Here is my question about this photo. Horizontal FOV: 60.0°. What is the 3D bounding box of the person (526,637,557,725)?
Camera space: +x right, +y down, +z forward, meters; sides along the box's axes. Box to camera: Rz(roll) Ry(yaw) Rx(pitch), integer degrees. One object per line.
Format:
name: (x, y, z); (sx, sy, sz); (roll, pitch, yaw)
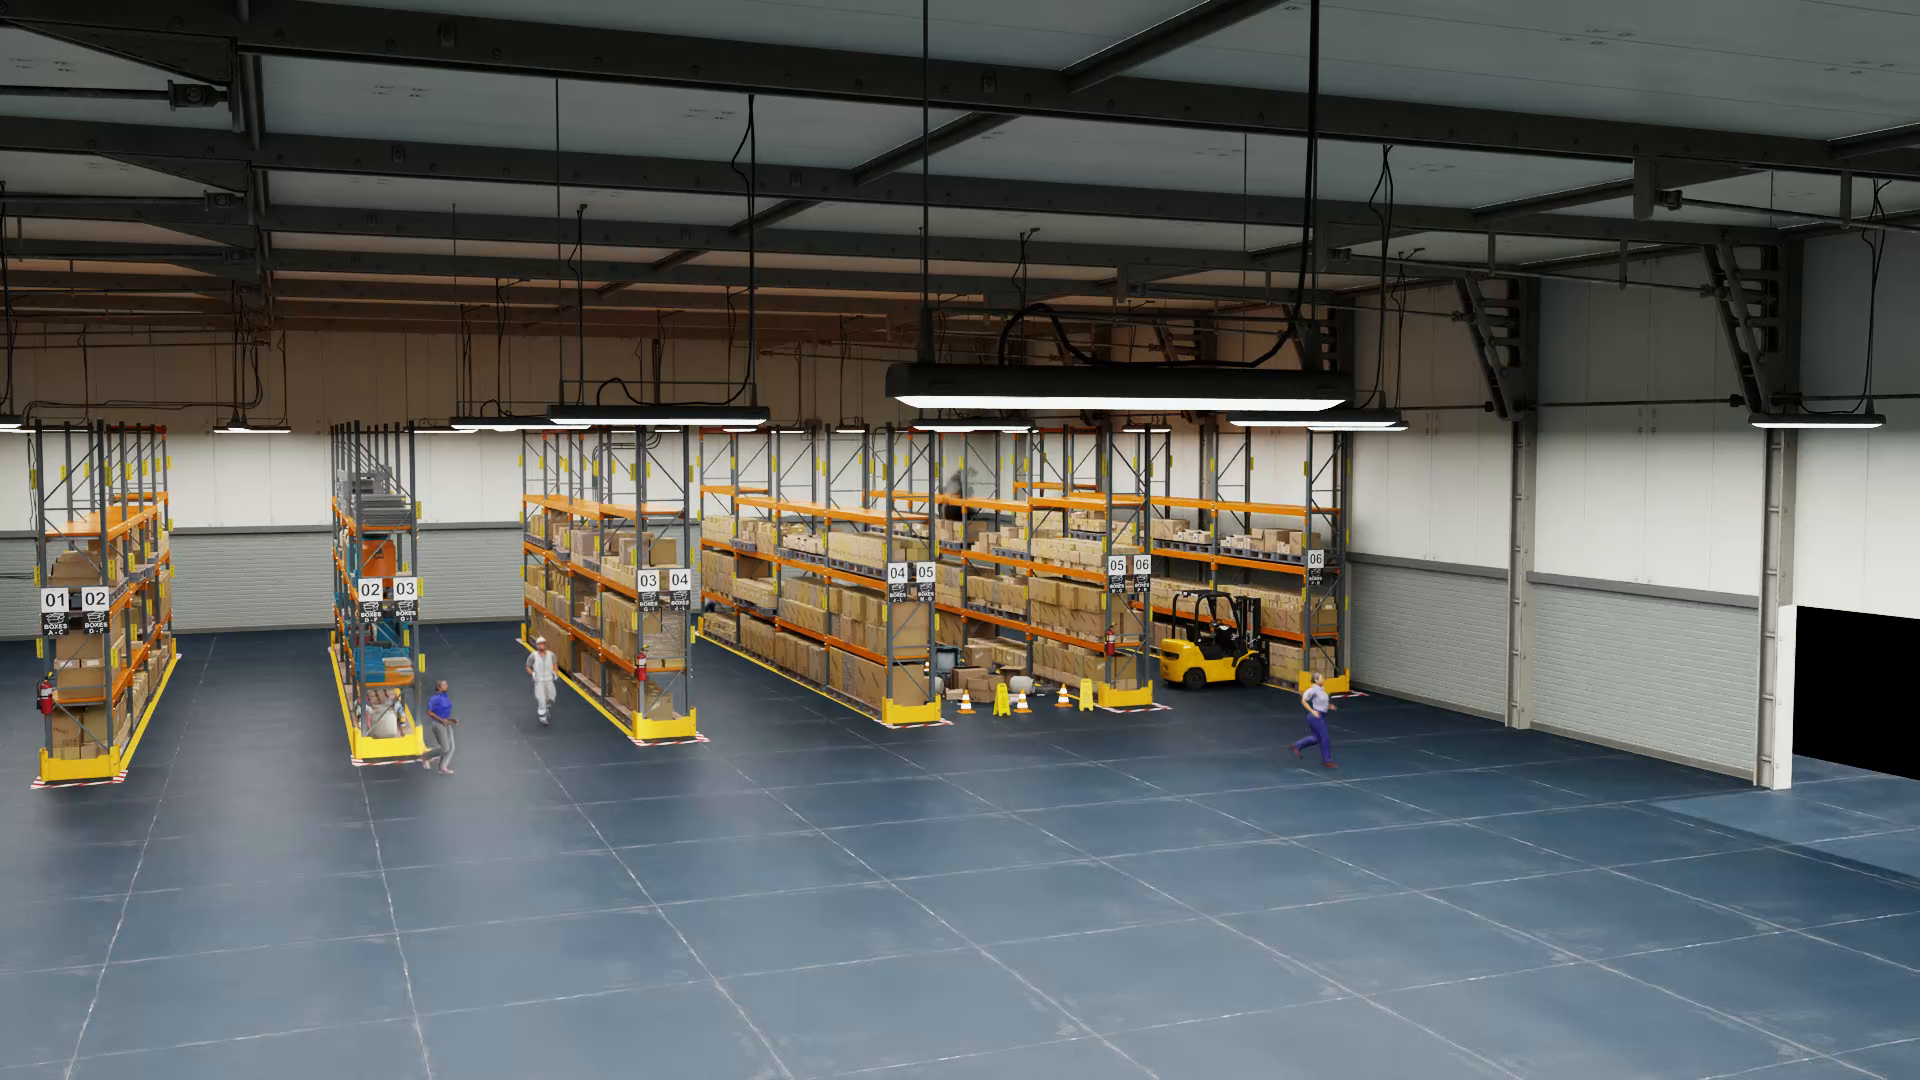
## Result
person: (-8.243, 2.793, 32.894); (0.632, 1.742, 0.581); (-2, 4, -27)

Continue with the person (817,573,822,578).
person: (-4.367, 1.757, 50.789); (0.601, 1.577, 0.553); (-1, 4, -14)

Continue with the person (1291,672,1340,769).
person: (6.165, 3.119, 28.807); (0.869, 1.642, 0.607); (2, 4, 24)

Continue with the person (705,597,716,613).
person: (-7.420, 1.847, 49.441); (0.584, 1.560, 0.669); (0, 4, -7)

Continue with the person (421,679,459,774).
person: (-8.802, 3.153, 28.144); (0.573, 1.602, 0.572); (1, 4, 11)
